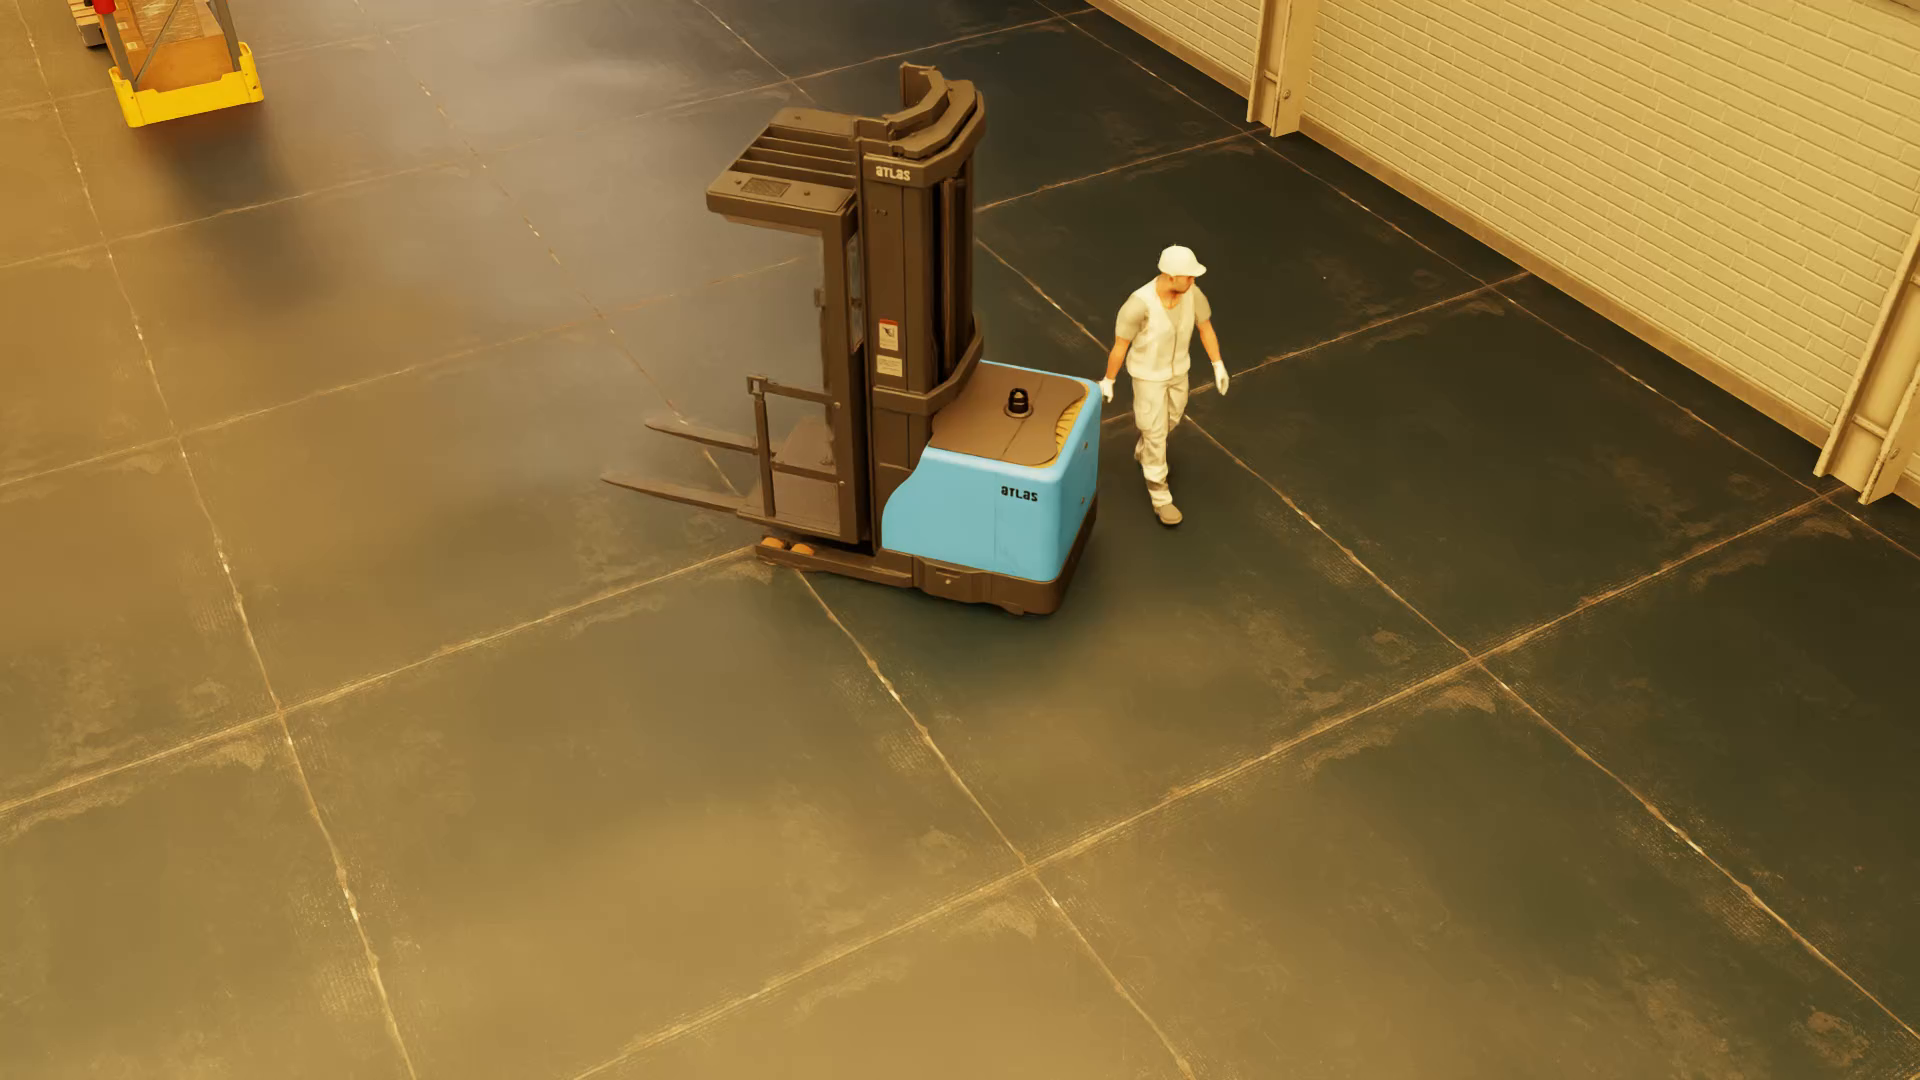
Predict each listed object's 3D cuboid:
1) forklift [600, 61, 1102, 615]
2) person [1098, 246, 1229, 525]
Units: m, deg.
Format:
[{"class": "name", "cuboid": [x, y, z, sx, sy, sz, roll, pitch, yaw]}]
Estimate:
[{"class": "forklift", "cuboid": [-0.727, -1.244, 9.536, 3.031, 2.935, 1.130, 12, 41, 14]}, {"class": "person", "cuboid": [1.262, -0.965, 10.145, 0.730, 1.753, 0.801, -22, 45, -25]}]
